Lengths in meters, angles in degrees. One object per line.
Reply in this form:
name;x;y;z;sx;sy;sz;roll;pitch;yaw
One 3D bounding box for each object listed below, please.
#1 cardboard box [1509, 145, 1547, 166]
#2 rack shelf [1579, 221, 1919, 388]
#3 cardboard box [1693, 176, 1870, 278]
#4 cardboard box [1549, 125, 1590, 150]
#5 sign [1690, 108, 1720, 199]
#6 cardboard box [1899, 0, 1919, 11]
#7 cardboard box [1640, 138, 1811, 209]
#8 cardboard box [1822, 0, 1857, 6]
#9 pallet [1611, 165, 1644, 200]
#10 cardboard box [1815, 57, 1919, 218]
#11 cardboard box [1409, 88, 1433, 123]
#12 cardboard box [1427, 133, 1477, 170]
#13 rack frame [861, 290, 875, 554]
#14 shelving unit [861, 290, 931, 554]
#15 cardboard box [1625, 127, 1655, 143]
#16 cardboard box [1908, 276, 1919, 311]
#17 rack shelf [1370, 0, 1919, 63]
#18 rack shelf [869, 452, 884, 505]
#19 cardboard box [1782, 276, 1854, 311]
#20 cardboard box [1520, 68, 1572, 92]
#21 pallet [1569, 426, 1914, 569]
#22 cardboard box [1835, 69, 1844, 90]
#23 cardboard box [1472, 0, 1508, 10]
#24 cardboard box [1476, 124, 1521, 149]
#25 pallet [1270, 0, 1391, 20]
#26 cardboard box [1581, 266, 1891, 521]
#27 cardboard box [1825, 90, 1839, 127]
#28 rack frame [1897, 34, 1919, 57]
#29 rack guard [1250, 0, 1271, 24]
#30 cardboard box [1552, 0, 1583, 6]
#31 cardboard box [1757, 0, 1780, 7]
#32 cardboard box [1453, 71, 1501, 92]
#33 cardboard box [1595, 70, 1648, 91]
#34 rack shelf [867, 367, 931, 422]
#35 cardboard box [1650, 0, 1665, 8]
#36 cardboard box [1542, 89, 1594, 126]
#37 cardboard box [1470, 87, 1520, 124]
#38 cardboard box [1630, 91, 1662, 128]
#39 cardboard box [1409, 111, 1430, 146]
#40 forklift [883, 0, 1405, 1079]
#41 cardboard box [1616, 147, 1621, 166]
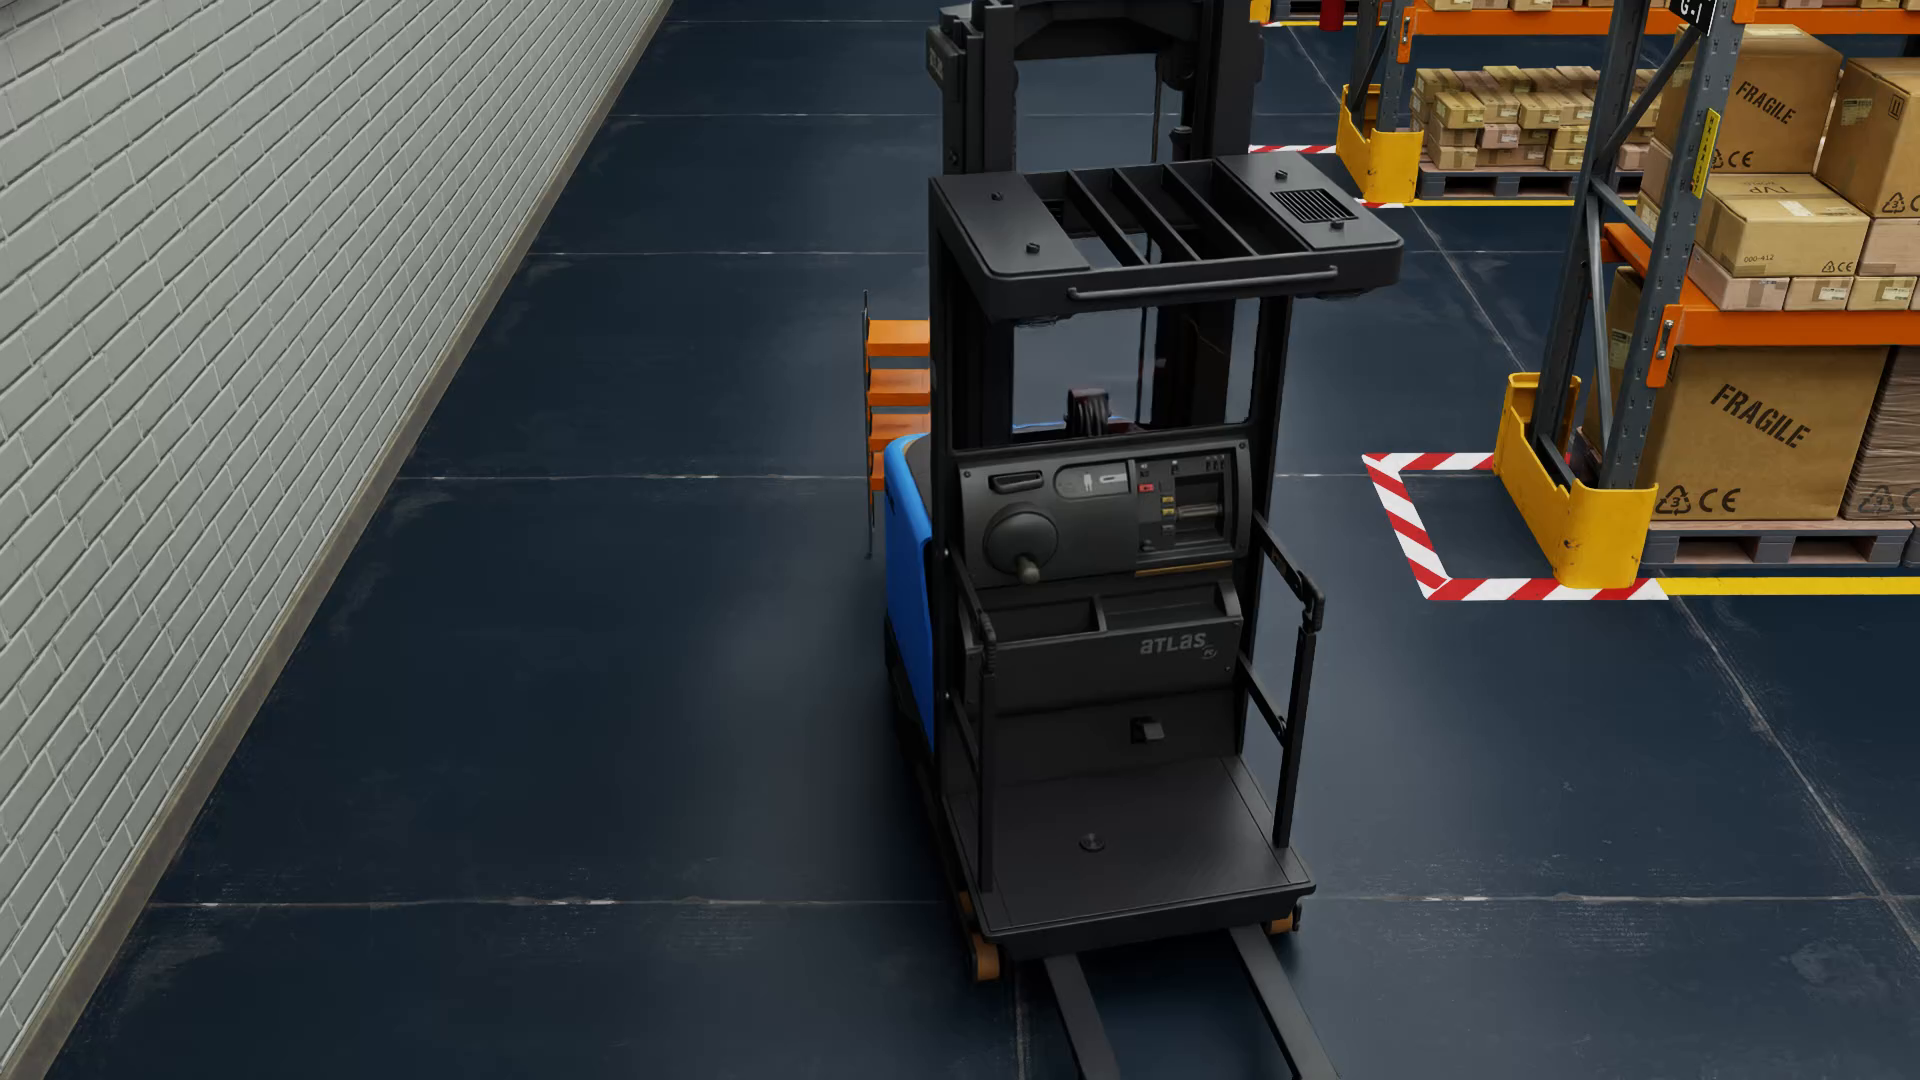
cardboard box;3.973;-2.786;11.794;0.250;0.149;0.380;0;31;0
rack shelf;4.867;-1.068;7.312;4.000;0.370;1.077;0;31;0
cardboard box;3.348;-1.293;6.848;0.500;0.250;0.500;-1;31;-2
cardboard box;4.239;-2.861;11.631;0.250;0.149;0.380;1;31;1
sign;2.864;-1.485;6.395;0.005;0.325;0.100;0;31;0
cardboard box;6.397;-3.668;11.145;0.250;0.149;0.380;-1;31;-2
cardboard box;3.350;-1.571;7.306;0.500;0.250;0.500;-1;31;-1
cardboard box;5.871;-3.732;11.252;0.250;0.149;0.380;-1;31;-2
pallet;5.043;-2.737;12.057;1.213;0.211;1.003;0;31;0
cardboard box;3.848;-1.616;6.656;0.500;0.500;0.500;-1;31;-1
cardboard box;3.464;-3.180;12.156;0.250;0.149;0.380;-1;31;-2
cardboard box;3.464;-2.738;11.715;0.250;0.149;0.380;0;31;1
rack frame;-0.410;-0.512;7.437;0.015;1.200;0.240;0;31;0
shelving unit;-0.166;-0.512;7.438;0.503;1.200;0.258;0;31;0
cardboard box;4.775;-2.934;11.750;0.250;0.149;0.380;1;31;2
cardboard box;3.997;-1.095;6.906;0.250;0.149;0.380;-1;31;-1
rack shelf;4.938;-3.641;11.552;4.000;0.370;1.077;0;31;0
rack shelf;-0.166;-0.285;7.576;0.480;0.148;0.258;0;31;0
cardboard box;3.480;-1.093;6.902;0.250;0.149;0.380;-1;31;-1
cardboard box;4.235;-3.296;12.060;0.250;0.149;0.380;-1;31;-2
pallet;3.666;-0.220;7.909;1.213;0.211;1.003;0;31;0
cardboard box;6.316;-3.306;12.077;0.250;0.149;0.380;1;31;2
cardboard box;3.518;-3.688;11.179;0.250;0.149;0.380;1;31;1
cardboard box;3.738;-2.870;11.645;0.250;0.149;0.380;0;31;-1
pallet;3.606;-5.360;16.381;1.213;0.211;1.003;0;31;0
cardboard box;3.506;-0.684;7.629;0.875;0.875;0.875;0;31;0
cardboard box;6.079;-3.008;11.585;0.250;0.149;0.380;0;31;-1
rack frame;6.938;-3.955;11.376;0.127;3.000;1.000;0;31;0
rack guard;2.783;-5.441;16.235;0.348;0.500;1.175;0;31;0
cardboard box;4.046;-3.733;11.253;0.250;0.149;0.380;1;31;2
cardboard box;5.345;-3.720;11.232;0.250;0.149;0.380;-1;31;-1
cardboard box;3.717;-3.261;12.003;0.250;0.149;0.380;0;31;1
cardboard box;4.767;-3.269;12.016;0.250;0.149;0.380;-1;31;-2
rack shelf;-0.166;-0.646;7.357;0.480;0.148;0.258;0;31;0
cardboard box;4.564;-3.707;11.210;0.250;0.149;0.380;-1;31;-1
cardboard box;4.239;-3.024;11.612;0.250;0.149;0.380;-2;31;-3
cardboard box;3.739;-3.046;11.648;0.250;0.149;0.380;0;31;1
cardboard box;4.780;-2.997;11.568;0.250;0.149;0.380;0;31;0
cardboard box;3.463;-3.013;12.167;0.250;0.149;0.380;0;31;1
forklift;0.505;-0.038;4.986;1.130;2.935;3.031;-6;32;-10
cardboard box;4.484;-2.780;11.784;0.250;0.149;0.380;0;31;0
